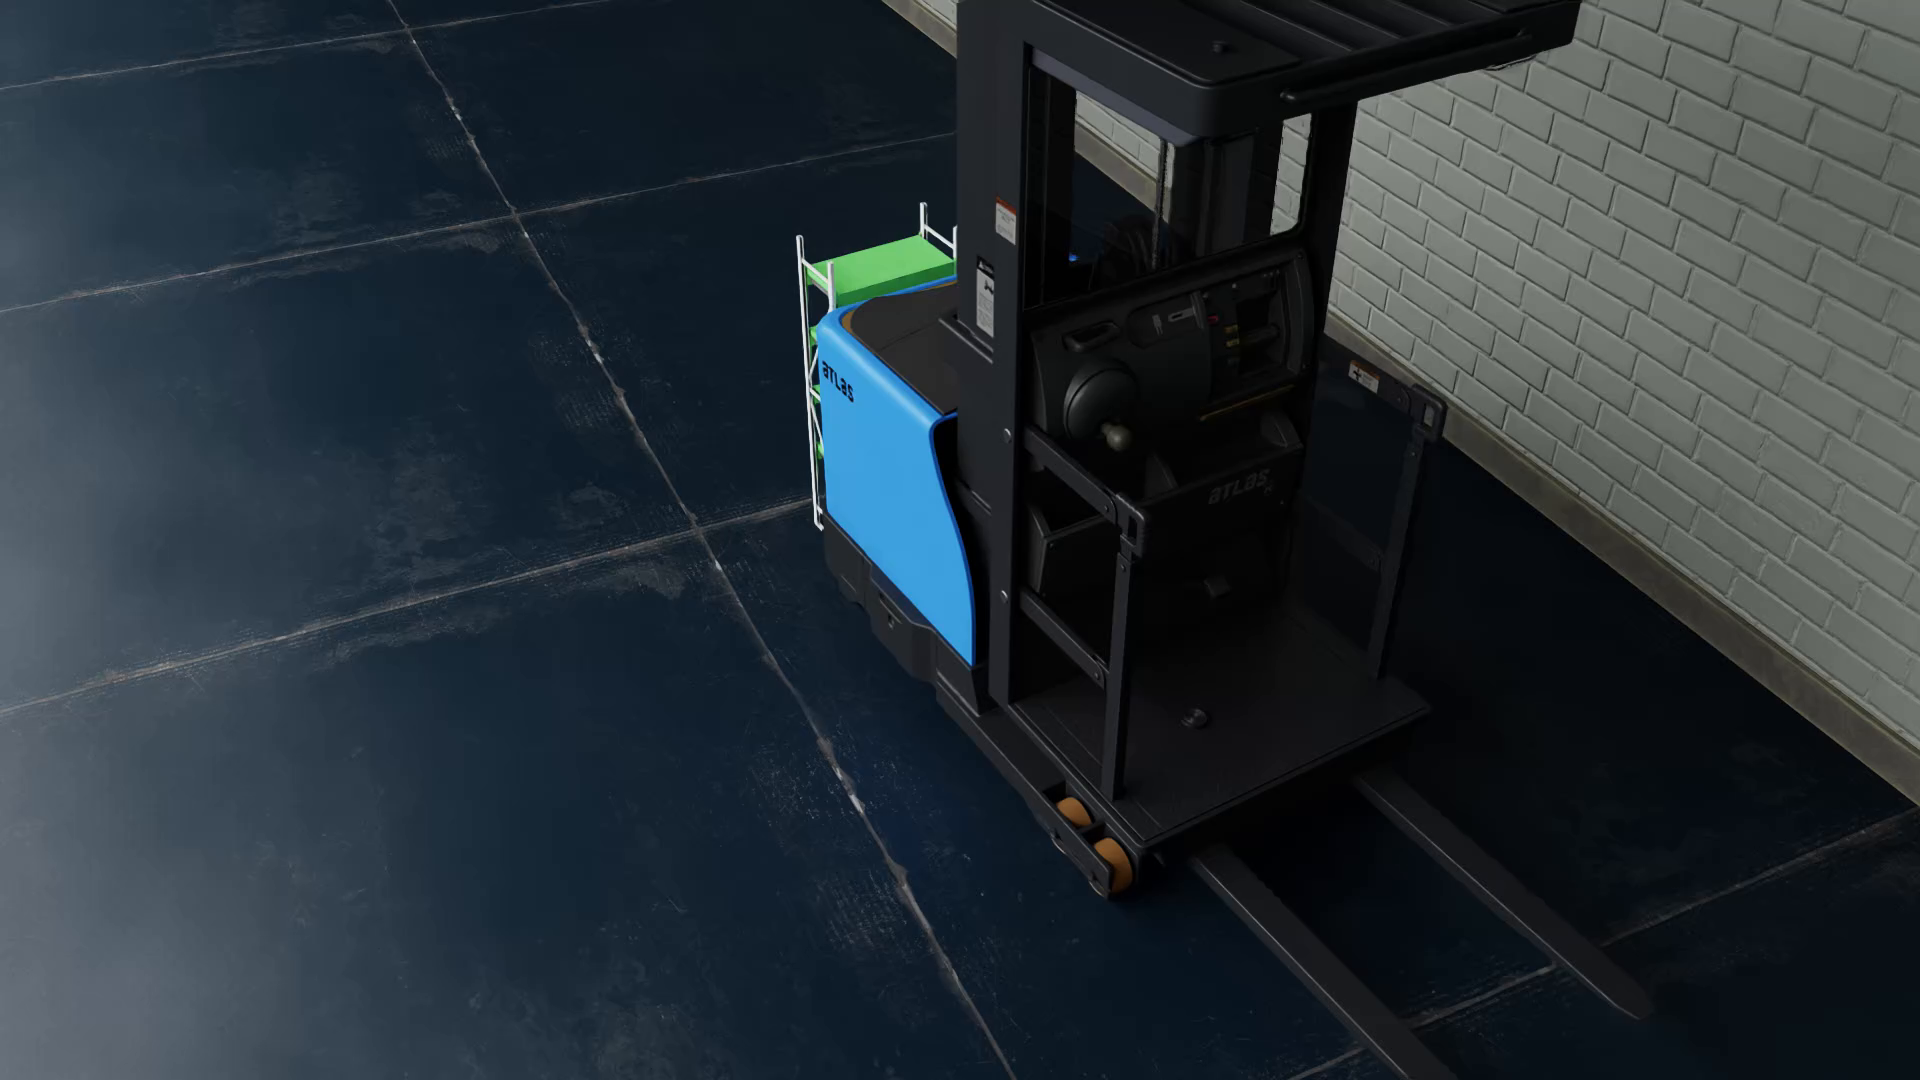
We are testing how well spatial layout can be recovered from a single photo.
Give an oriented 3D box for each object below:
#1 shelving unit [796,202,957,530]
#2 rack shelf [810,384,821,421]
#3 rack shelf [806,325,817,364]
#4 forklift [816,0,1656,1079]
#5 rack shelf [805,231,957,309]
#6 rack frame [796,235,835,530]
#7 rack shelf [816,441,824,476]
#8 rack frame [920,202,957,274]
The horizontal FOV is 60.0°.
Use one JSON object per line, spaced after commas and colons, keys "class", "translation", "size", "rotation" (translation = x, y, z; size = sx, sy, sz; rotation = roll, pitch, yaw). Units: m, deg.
{"class": "shelving unit", "translation": [-0.277, -0.564, 6.003], "size": [0.503, 1.200, 0.258], "rotation": [-20, 41, -25]}
{"class": "rack shelf", "translation": [-0.277, -0.513, 6.041], "size": [0.480, 0.148, 0.258], "rotation": [-20, 41, -25]}
{"class": "rack shelf", "translation": [-0.277, -0.705, 5.898], "size": [0.480, 0.148, 0.258], "rotation": [-20, 41, -25]}
{"class": "forklift", "translation": [0.709, -0.460, 4.410], "size": [1.130, 2.935, 3.031], "rotation": [-20, 41, -25]}
{"class": "rack shelf", "translation": [-0.277, -0.898, 5.755], "size": [0.480, 0.148, 0.258], "rotation": [-20, 41, -25]}
{"class": "rack frame", "translation": [-0.484, -0.487, 5.900], "size": [0.015, 1.200, 0.240], "rotation": [-20, 41, -25]}
{"class": "rack shelf", "translation": [-0.277, -0.320, 6.184], "size": [0.480, 0.148, 0.258], "rotation": [-20, 41, -25]}
{"class": "rack frame", "translation": [-0.070, -0.641, 6.107], "size": [0.015, 1.200, 0.240], "rotation": [-20, 41, -25]}
